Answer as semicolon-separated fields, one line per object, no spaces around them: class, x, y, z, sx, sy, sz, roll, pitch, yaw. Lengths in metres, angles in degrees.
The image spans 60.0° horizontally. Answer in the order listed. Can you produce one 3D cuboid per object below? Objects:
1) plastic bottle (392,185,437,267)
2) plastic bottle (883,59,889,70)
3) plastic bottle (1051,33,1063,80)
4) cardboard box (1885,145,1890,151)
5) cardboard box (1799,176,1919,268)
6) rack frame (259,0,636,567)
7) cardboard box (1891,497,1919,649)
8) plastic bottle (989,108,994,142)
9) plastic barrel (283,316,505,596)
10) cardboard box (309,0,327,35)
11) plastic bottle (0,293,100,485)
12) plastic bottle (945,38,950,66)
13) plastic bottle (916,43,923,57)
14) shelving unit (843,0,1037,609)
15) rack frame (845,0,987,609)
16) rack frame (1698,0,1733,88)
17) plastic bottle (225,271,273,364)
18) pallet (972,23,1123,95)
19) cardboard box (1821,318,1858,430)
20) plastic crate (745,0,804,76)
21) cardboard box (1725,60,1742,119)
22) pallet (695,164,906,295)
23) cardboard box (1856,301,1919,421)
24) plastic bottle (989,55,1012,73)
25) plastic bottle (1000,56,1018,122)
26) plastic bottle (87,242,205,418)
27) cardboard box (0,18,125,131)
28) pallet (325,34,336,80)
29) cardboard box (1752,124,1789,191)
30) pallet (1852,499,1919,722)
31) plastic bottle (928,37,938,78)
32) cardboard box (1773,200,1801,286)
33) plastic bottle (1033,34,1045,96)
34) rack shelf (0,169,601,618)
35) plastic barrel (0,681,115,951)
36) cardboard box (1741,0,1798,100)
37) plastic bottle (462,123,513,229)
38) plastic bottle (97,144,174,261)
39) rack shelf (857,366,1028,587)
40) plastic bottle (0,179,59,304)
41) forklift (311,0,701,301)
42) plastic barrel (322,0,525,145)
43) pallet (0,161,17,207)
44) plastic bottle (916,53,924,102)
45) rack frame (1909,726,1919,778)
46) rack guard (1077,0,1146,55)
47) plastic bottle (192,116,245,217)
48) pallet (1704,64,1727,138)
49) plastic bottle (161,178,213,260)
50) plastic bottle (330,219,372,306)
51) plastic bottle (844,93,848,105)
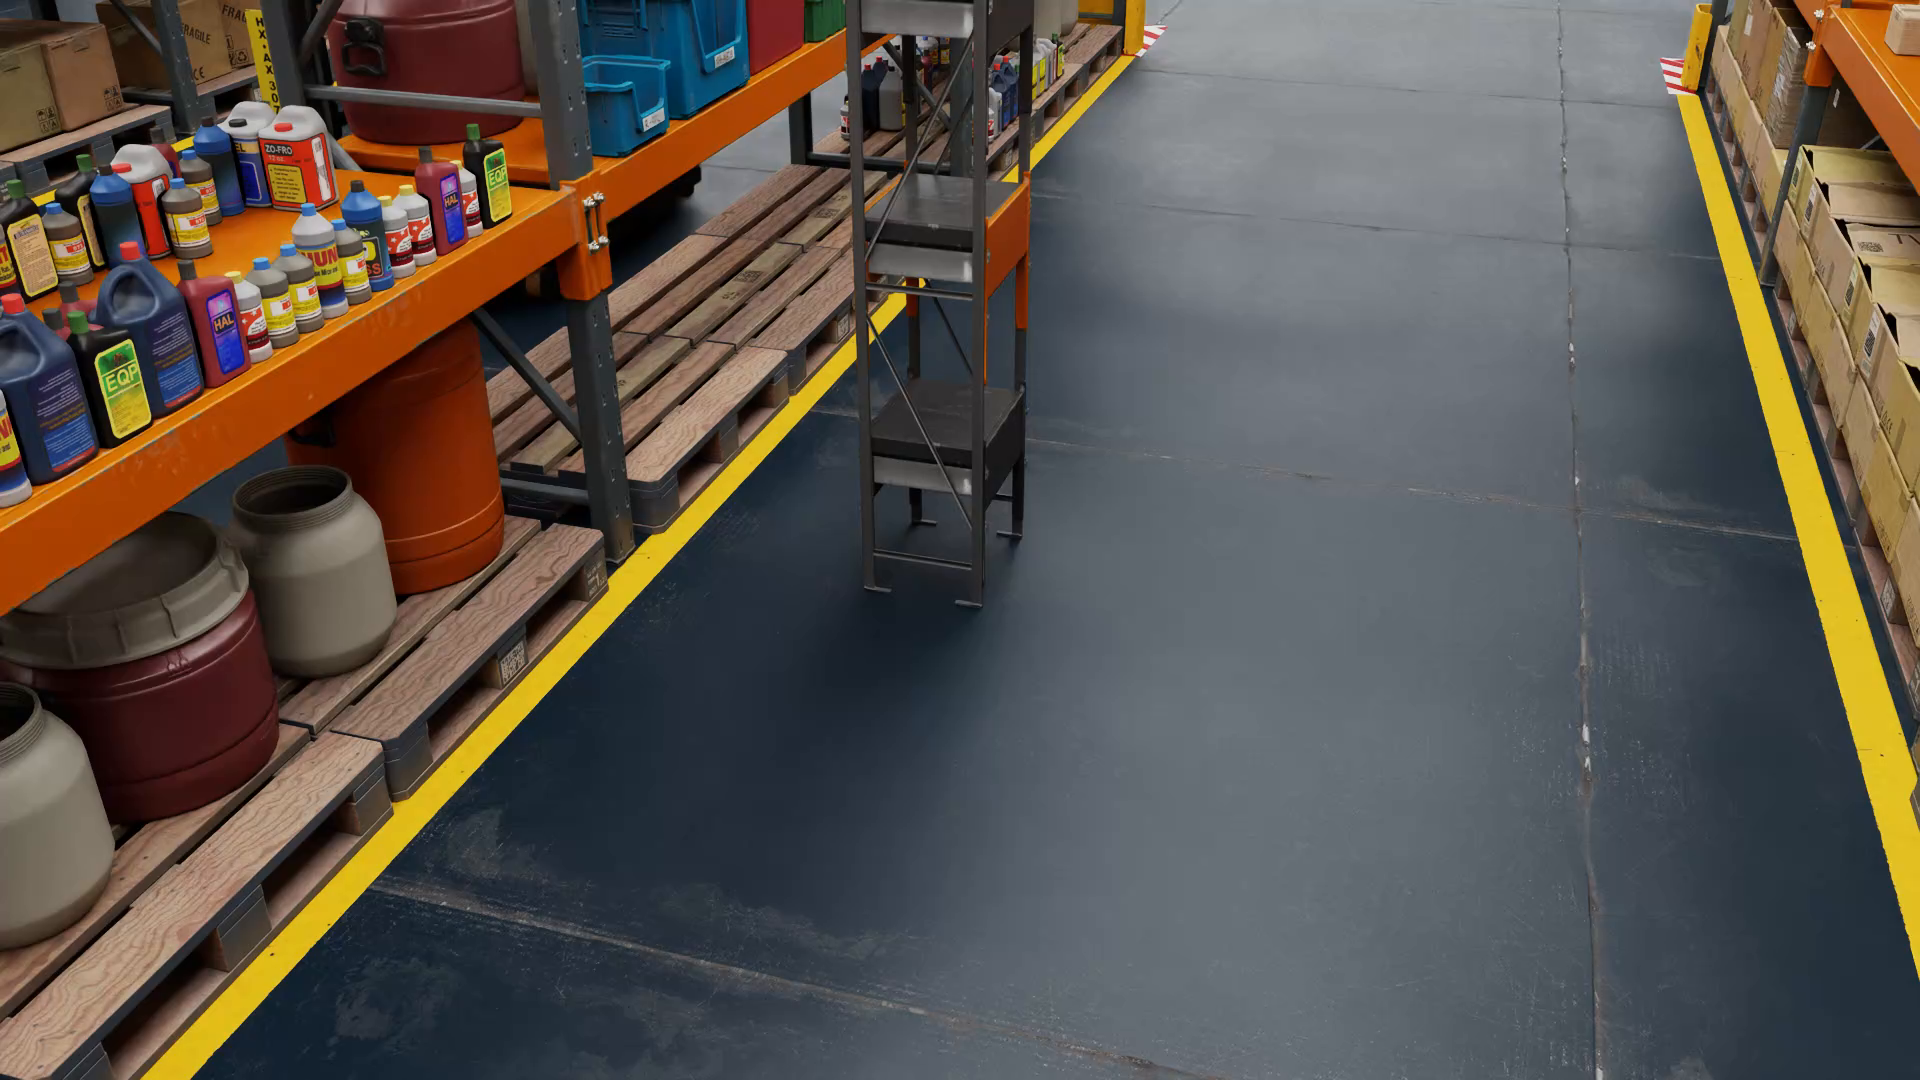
plastic bottle;-1.435;-0.827;4.356;0.097;0.201;0.097;0;29;0
plastic bottle;-0.453;-2.696;9.853;0.061;0.283;0.133;11;31;18
plastic bottle;0.607;-3.071;10.527;0.061;0.283;0.133;9;30;16
cardboard box;4.878;-2.185;8.218;0.500;0.500;0.500;8;30;15
cardboard box;3.792;-1.310;6.839;0.500;0.311;0.500;8;30;14
rack frame;-1.605;-1.321;5.039;1.000;3.000;0.127;8;30;15
cardboard box;3.051;0.126;4.834;0.500;0.250;0.500;9;30;16
plastic bottle;0.142;-2.329;9.278;0.097;0.201;0.097;0;29;0
plastic barrel;-1.732;-0.326;5.052;0.600;0.830;0.708;8;30;15
cardboard box;-4.742;-3.725;11.500;0.500;0.500;0.500;6;30;10
plastic bottle;-1.831;-0.304;3.261;0.144;0.351;0.185;8;30;15
plastic bottle;-0.087;-3.241;10.844;0.097;0.271;0.097;0;29;0
plastic bottle;-0.276;-2.941;10.305;0.097;0.271;0.097;0;29;0
shelving unit;-0.049;-0.841;5.101;0.431;2.100;0.503;8;30;15
rack frame;-0.120;-0.727;4.897;0.400;2.100;0.015;8;30;15
rack frame;5.477;-4.330;10.449;1.000;3.000;0.127;8;30;15
plastic bottle;-1.635;-0.510;3.786;0.097;0.201;0.097;0;29;0
pallet;0.523;-3.401;11.647;1.003;0.211;1.213;8;30;15
cardboard box;3.497;-0.586;6.115;0.500;0.250;0.500;9;30;16
plastic crate;-0.838;-2.056;6.295;0.402;0.464;0.583;8;30;15
cardboard box;4.817;-2.630;9.788;0.500;0.250;0.500;8;30;15
pallet;-0.624;-1.591;8.393;1.003;0.211;1.213;8;30;15
cardboard box;3.345;-0.595;5.553;0.500;0.311;0.500;8;30;15
plastic bottle;0.234;-2.793;10.034;0.152;0.276;0.135;8;30;15
plastic bottle;0.258;-2.618;9.643;0.144;0.351;0.185;7;30;13
plastic bottle;-1.738;-0.451;3.527;0.144;0.351;0.185;8;30;15
cardboard box;-5.366;-2.704;9.644;0.700;0.500;0.500;6;30;11
pallet;-4.646;-3.554;11.922;1.003;0.211;1.213;8;30;15
cardboard box;4.387;-1.931;8.532;0.500;0.250;0.500;8;30;15
pallet;3.408;0.229;5.121;1.003;0.211;1.213;8;30;15
plastic bottle;-0.187;-3.081;10.558;0.097;0.271;0.097;0;29;0
cardboard box;3.948;-1.301;7.400;0.500;0.250;0.500;8;30;14
plastic bottle;0.438;-2.902;10.154;0.144;0.351;0.185;10;31;17
rack shelf;-2.192;-0.077;3.543;1.077;0.370;4.000;8;30;15
plastic barrel;-2.144;0.612;3.691;0.421;0.512;0.421;0;29;0
cardboard box;4.665;-2.726;9.189;0.500;0.500;0.500;8;30;15
plastic bottle;-1.316;-1.021;4.620;0.061;0.283;0.133;8;30;15
plastic bottle;-2.177;-0.897;4.404;0.152;0.276;0.135;8;30;15
rack shelf;-0.049;-0.217;5.448;0.431;0.518;0.480;8;30;15
plastic bottle;-2.327;-0.737;4.109;0.061;0.283;0.133;8;30;15
forklift;-2.344;-2.608;7.424;1.130;2.935;3.031;8;30;15
plastic barrel;-1.758;-1.639;5.471;0.600;0.536;0.708;8;30;15
pallet;-5.749;-1.737;8.656;1.003;0.211;1.213;8;30;15
plastic bottle;-0.261;-2.762;9.971;0.061;0.283;0.133;8;30;15
rack frame;3.129;-0.612;3.765;1.000;3.000;0.127;8;30;15
rack guard;0.766;-3.904;12.254;1.175;0.500;0.348;8;30;15
plastic bottle;-2.101;-1.060;4.702;0.097;0.271;0.097;0;29;0
pallet;5.293;-2.750;10.477;1.003;0.211;1.213;8;30;15
plastic bottle;-2.052;-0.855;4.406;0.097;0.201;0.097;0;29;0
plastic bottle;-1.520;-0.691;4.112;0.097;0.201;0.097;0;29;0
plastic bottle;-0.605;-2.456;9.421;0.061;0.283;0.133;10;31;17
